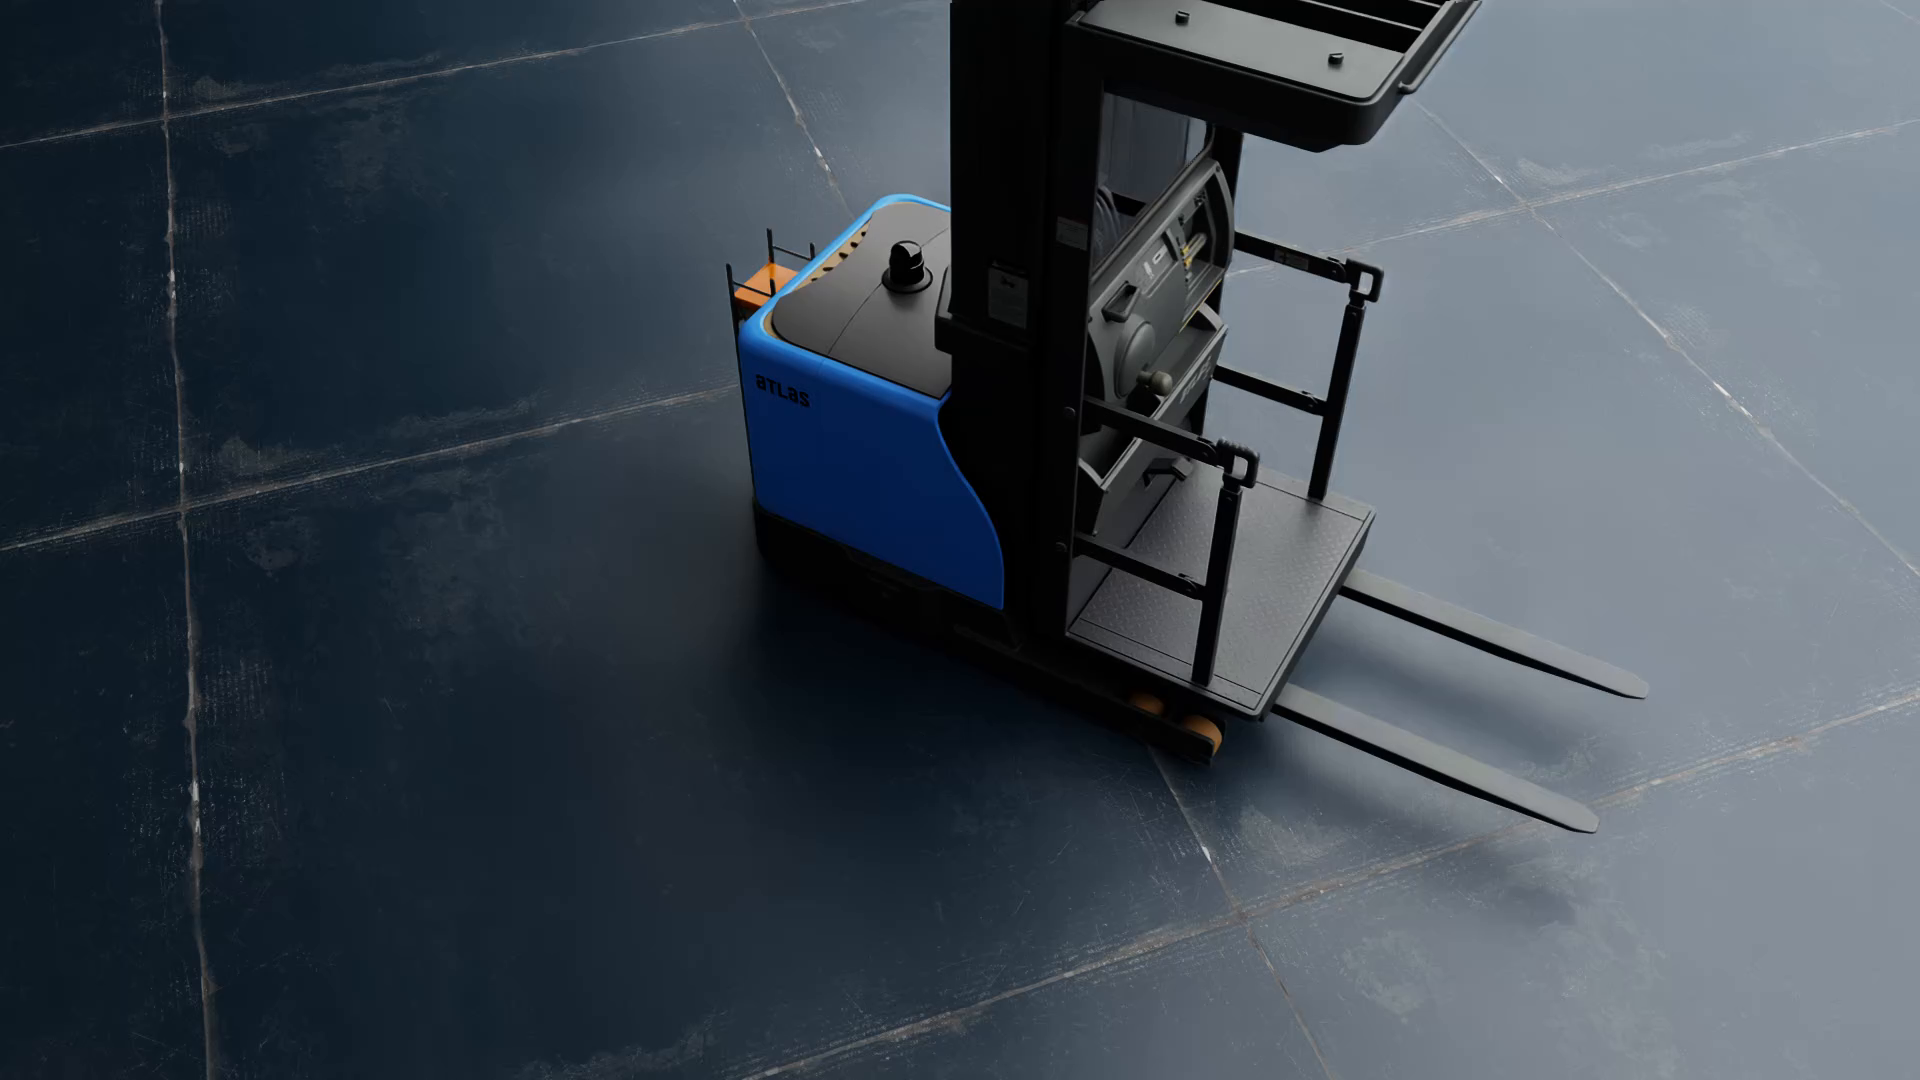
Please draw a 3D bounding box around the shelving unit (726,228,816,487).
[{"bbox_3d":[-0.654,-0.619,6.125,0.215,1.050,0.252,22,49,21],"label":"shelving unit"}]

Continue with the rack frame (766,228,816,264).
[{"bbox_3d":[-0.593,-0.694,6.200,0.200,1.050,0.008,22,49,21],"label":"rack frame"}]

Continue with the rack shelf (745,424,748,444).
[{"bbox_3d":[-0.654,-0.415,6.330,0.215,0.259,0.240,22,49,21],"label":"rack shelf"}]

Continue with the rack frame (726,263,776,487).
[{"bbox_3d":[-0.716,-0.544,6.051,0.200,1.050,0.008,22,49,21],"label":"rack frame"}]

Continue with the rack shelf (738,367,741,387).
[{"bbox_3d":[-0.654,-0.612,6.133,0.215,0.259,0.240,22,49,21],"label":"rack shelf"}]

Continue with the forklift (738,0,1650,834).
[{"bbox_3d":[0.787,-0.730,4.908,3.031,2.935,1.130,22,49,21],"label":"forklift"}]

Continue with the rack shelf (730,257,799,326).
[{"bbox_3d":[-0.655,-0.812,5.932,0.215,0.259,0.240,22,49,21],"label":"rack shelf"}]
